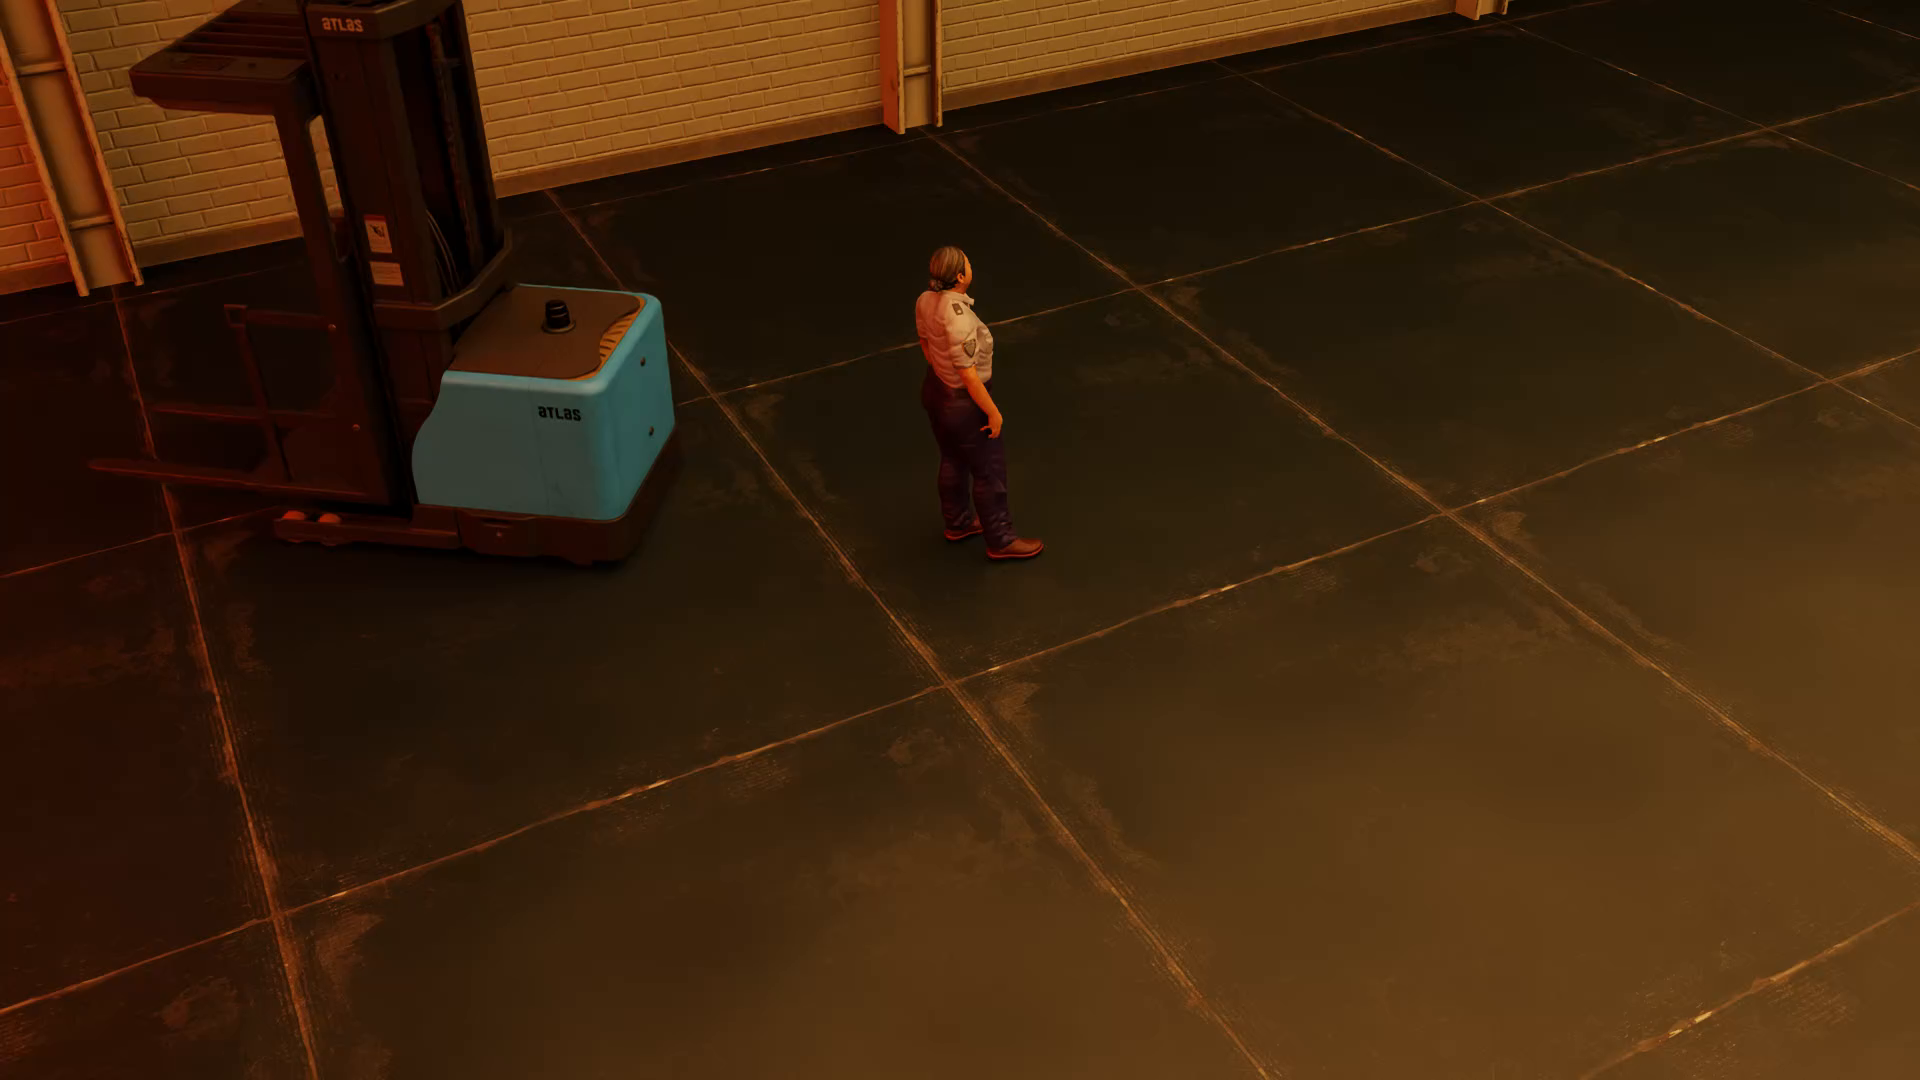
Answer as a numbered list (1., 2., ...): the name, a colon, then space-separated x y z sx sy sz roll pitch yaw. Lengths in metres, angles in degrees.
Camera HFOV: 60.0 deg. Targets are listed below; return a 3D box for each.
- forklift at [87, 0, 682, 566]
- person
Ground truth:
1. forklift: -3.092 -1.459 8.187 3.031 2.935 1.130 5 36 7
2. person: 0.090 -0.692 8.200 0.503 1.651 0.598 -17 39 -23
